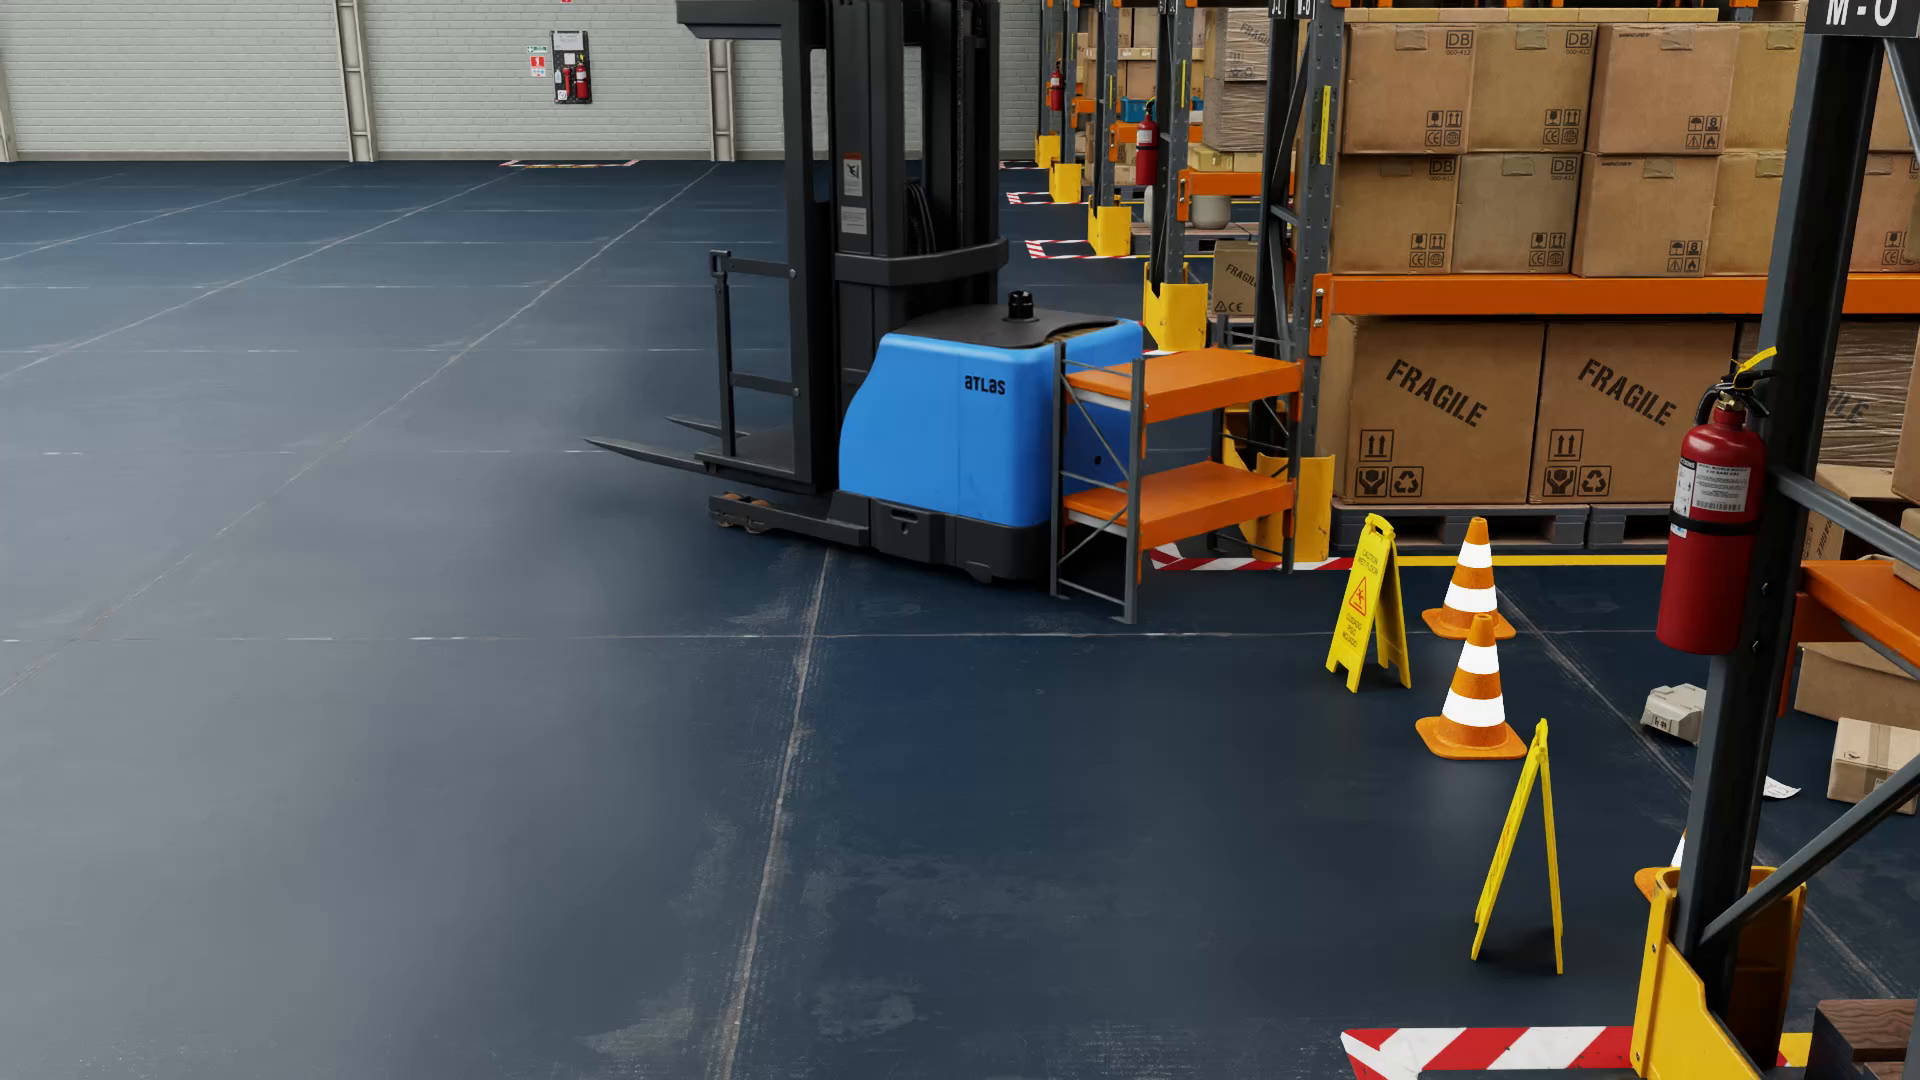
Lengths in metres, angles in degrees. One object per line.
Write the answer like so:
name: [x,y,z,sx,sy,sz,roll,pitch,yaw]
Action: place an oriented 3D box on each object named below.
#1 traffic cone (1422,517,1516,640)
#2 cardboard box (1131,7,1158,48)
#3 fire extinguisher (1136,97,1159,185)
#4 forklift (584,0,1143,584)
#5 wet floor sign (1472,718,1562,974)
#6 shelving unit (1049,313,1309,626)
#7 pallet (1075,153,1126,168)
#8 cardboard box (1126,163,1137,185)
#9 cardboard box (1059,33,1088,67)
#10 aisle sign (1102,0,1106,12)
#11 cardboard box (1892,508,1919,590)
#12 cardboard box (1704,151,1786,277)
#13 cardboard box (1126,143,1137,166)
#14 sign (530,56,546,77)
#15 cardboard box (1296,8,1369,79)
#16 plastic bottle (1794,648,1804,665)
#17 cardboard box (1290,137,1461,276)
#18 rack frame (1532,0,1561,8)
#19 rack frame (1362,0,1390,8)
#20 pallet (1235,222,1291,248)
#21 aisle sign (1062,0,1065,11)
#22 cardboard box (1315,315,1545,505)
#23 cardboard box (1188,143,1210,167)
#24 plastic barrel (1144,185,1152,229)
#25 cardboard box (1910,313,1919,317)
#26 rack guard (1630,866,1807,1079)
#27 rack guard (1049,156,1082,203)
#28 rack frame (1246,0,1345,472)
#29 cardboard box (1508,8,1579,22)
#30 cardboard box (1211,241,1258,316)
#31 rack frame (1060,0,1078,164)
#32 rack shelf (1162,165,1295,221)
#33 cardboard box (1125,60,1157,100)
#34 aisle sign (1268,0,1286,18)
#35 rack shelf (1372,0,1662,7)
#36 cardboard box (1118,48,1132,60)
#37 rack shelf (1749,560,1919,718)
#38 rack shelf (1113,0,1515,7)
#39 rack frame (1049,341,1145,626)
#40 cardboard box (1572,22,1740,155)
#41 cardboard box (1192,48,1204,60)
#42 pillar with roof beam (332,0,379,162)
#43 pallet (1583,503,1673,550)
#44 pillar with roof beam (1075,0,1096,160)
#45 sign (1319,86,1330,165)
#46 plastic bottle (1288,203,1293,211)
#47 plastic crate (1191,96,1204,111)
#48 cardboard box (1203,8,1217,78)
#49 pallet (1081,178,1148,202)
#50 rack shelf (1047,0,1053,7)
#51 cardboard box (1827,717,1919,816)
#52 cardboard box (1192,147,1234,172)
traffic cone: [2.119,0.136,6.867,0.334,0.463,0.336,0,18,-1]
cardboard box: [2.482,-6.712,21.774,0.500,0.500,0.700,-1,18,-2]
fire extinguisher: [1.467,-3.122,12.996,0.183,0.674,0.296,0,18,-1]
forklift: [-0.625,-1.540,8.050,3.031,2.935,1.130,13,22,34]
wet floor sign: [1.538,0.803,4.487,0.232,0.644,0.267,6,19,18]
shelving unit: [0.955,-0.339,7.262,1.048,1.125,0.538,-14,23,-38]
pallet: [2.243,-6.223,27.101,1.213,0.211,1.003,0,18,-1]
cardboard box: [2.476,-4.873,22.142,0.500,0.250,0.500,0,18,-1]
cardboard box: [1.836,-7.763,26.322,0.500,0.500,0.500,0,18,-1]
aisle sign: [1.443,-5.679,16.586,0.004,0.787,0.394,0,18,-1]
cardboard box: [2.116,0.060,3.360,0.250,0.149,0.380,0,18,1]
cardboard box: [3.577,-1.579,7.814,0.500,0.550,0.875,0,18,-1]
cardboard box: [2.476,-5.230,22.026,0.500,0.500,0.500,0,18,-1]
sign: [-6.985,-7.841,27.523,0.234,0.329,0.001,0,18,-1]
cardboard box: [2.643,-3.604,12.083,0.500,0.500,0.500,0,18,-1]
plastic bottle: [3.429,0.456,6.527,0.283,0.061,0.133,-7,19,-20]
cardboard box: [1.936,-1.590,7.849,0.550,0.550,0.875,0,18,-1]
rack frame: [9.353,-7.596,26.815,0.127,3.000,1.000,0,18,-1]
rack frame: [5.435,-6.064,22.039,0.127,3.000,1.000,0,18,-1]
pallet: [3.615,-3.226,17.757,1.213,0.211,1.003,0,18,-1]
aisle sign: [1.366,-7.372,21.860,0.004,0.787,0.394,0,18,-1]
cardboard box: [2.243,-0.715,8.157,0.875,0.875,0.875,0,18,-1]
cardboard box: [1.870,-2.964,12.786,0.250,0.149,0.380,0,18,-1]
plastic barrel: [2.167,-3.573,17.661,0.421,0.512,0.421,0,18,0]
cardboard box: [4.935,-0.729,8.201,0.875,0.875,0.875,0,18,0]
rack guard: [1.821,1.198,3.495,0.348,0.500,1.175,0,18,-1]
rack guard: [1.412,-4.854,22.360,0.348,0.500,1.175,0,18,-1]
rack frame: [1.566,-1.503,7.823,0.127,3.000,1.000,0,18,-1]
cardboard box: [4.143,-3.612,12.110,0.500,0.500,0.500,0,18,-1]
cardboard box: [2.213,-2.026,12.858,0.500,0.500,0.500,3,18,9]
rack frame: [1.436,-6.044,21.979,0.127,3.000,1.000,0,18,-1]
rack shelf: [3.588,-2.686,12.687,4.000,0.370,1.077,0,18,-1]
cardboard box: [2.428,-6.094,21.971,0.500,0.500,0.700,0,18,1]
aisle sign: [1.490,-2.832,7.711,0.004,0.787,0.394,0,18,-1]
rack shelf: [7.435,-7.159,21.721,4.000,0.370,1.077,0,18,-1]
cardboard box: [2.096,-6.339,21.672,0.250,0.149,0.380,-1,18,-2]
rack shelf: [3.745,0.341,3.252,4.000,0.370,1.077,0,18,-1]
rack shelf: [3.510,-5.627,16.945,4.000,0.370,1.077,0,18,-1]
rack frame: [0.565,-0.239,6.951,0.032,1.125,0.500,-14,23,-38]
cardboard box: [3.048,-2.071,7.579,0.550,0.550,0.875,0,18,-1]
cardboard box: [3.119,-6.344,21.687,0.250,0.149,0.380,-1,18,-2]
pillar with roof beam: [-9.890,-9.309,22.334,0.400,9.000,9.100,0,18,-1]
pallet: [3.581,-0.208,8.351,1.213,0.211,1.003,0,18,-1]
pillar with roof beam: [2.108,-9.367,22.514,0.400,9.000,9.100,0,18,-1]
sign: [1.569,-1.784,7.150,0.005,0.325,0.100,0,18,-1]
plastic bottle: [3.594,-3.551,17.932,0.133,0.283,0.061,0,18,-1]
plastic crate: [2.656,-4.556,17.582,0.408,0.251,0.499,0,18,-1]
cardboard box: [2.135,-3.762,12.577,0.500,0.500,0.500,0,18,-1]
pallet: [2.200,-4.733,22.456,1.213,0.211,1.003,0,18,-1]
rack shelf: [3.354,-8.653,26.377,4.000,0.370,1.077,0,18,-1]
cardboard box: [3.023,0.742,5.490,0.250,0.149,0.380,10,20,28]
cardboard box: [1.877,-2.828,12.363,0.250,0.149,0.380,0,18,-1]
